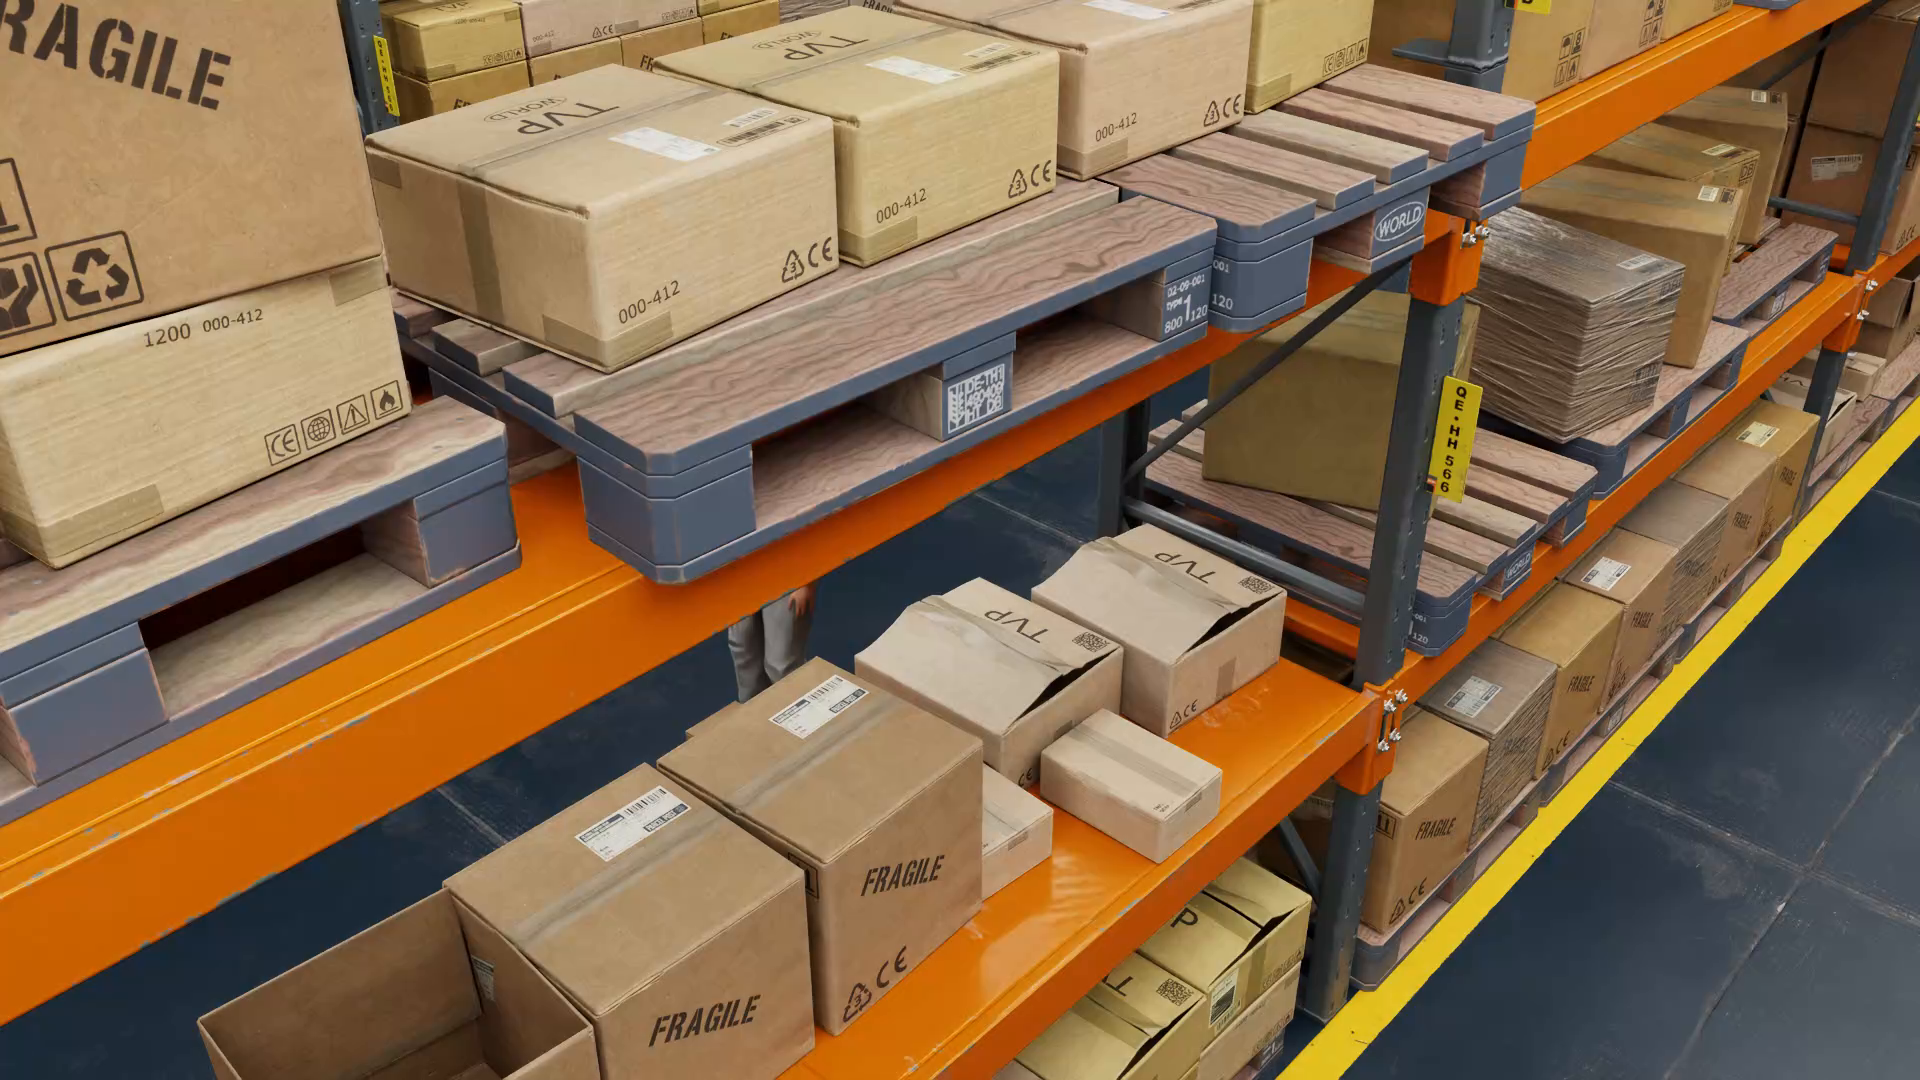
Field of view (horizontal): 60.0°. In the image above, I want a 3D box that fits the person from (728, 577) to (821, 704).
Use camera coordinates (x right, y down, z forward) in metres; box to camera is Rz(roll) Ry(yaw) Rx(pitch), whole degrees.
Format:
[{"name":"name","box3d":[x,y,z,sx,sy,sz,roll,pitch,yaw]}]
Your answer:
[{"name":"person","box3d":[-0.694,0.104,5.965,0.485,1.672,0.408,26,40,35]}]
